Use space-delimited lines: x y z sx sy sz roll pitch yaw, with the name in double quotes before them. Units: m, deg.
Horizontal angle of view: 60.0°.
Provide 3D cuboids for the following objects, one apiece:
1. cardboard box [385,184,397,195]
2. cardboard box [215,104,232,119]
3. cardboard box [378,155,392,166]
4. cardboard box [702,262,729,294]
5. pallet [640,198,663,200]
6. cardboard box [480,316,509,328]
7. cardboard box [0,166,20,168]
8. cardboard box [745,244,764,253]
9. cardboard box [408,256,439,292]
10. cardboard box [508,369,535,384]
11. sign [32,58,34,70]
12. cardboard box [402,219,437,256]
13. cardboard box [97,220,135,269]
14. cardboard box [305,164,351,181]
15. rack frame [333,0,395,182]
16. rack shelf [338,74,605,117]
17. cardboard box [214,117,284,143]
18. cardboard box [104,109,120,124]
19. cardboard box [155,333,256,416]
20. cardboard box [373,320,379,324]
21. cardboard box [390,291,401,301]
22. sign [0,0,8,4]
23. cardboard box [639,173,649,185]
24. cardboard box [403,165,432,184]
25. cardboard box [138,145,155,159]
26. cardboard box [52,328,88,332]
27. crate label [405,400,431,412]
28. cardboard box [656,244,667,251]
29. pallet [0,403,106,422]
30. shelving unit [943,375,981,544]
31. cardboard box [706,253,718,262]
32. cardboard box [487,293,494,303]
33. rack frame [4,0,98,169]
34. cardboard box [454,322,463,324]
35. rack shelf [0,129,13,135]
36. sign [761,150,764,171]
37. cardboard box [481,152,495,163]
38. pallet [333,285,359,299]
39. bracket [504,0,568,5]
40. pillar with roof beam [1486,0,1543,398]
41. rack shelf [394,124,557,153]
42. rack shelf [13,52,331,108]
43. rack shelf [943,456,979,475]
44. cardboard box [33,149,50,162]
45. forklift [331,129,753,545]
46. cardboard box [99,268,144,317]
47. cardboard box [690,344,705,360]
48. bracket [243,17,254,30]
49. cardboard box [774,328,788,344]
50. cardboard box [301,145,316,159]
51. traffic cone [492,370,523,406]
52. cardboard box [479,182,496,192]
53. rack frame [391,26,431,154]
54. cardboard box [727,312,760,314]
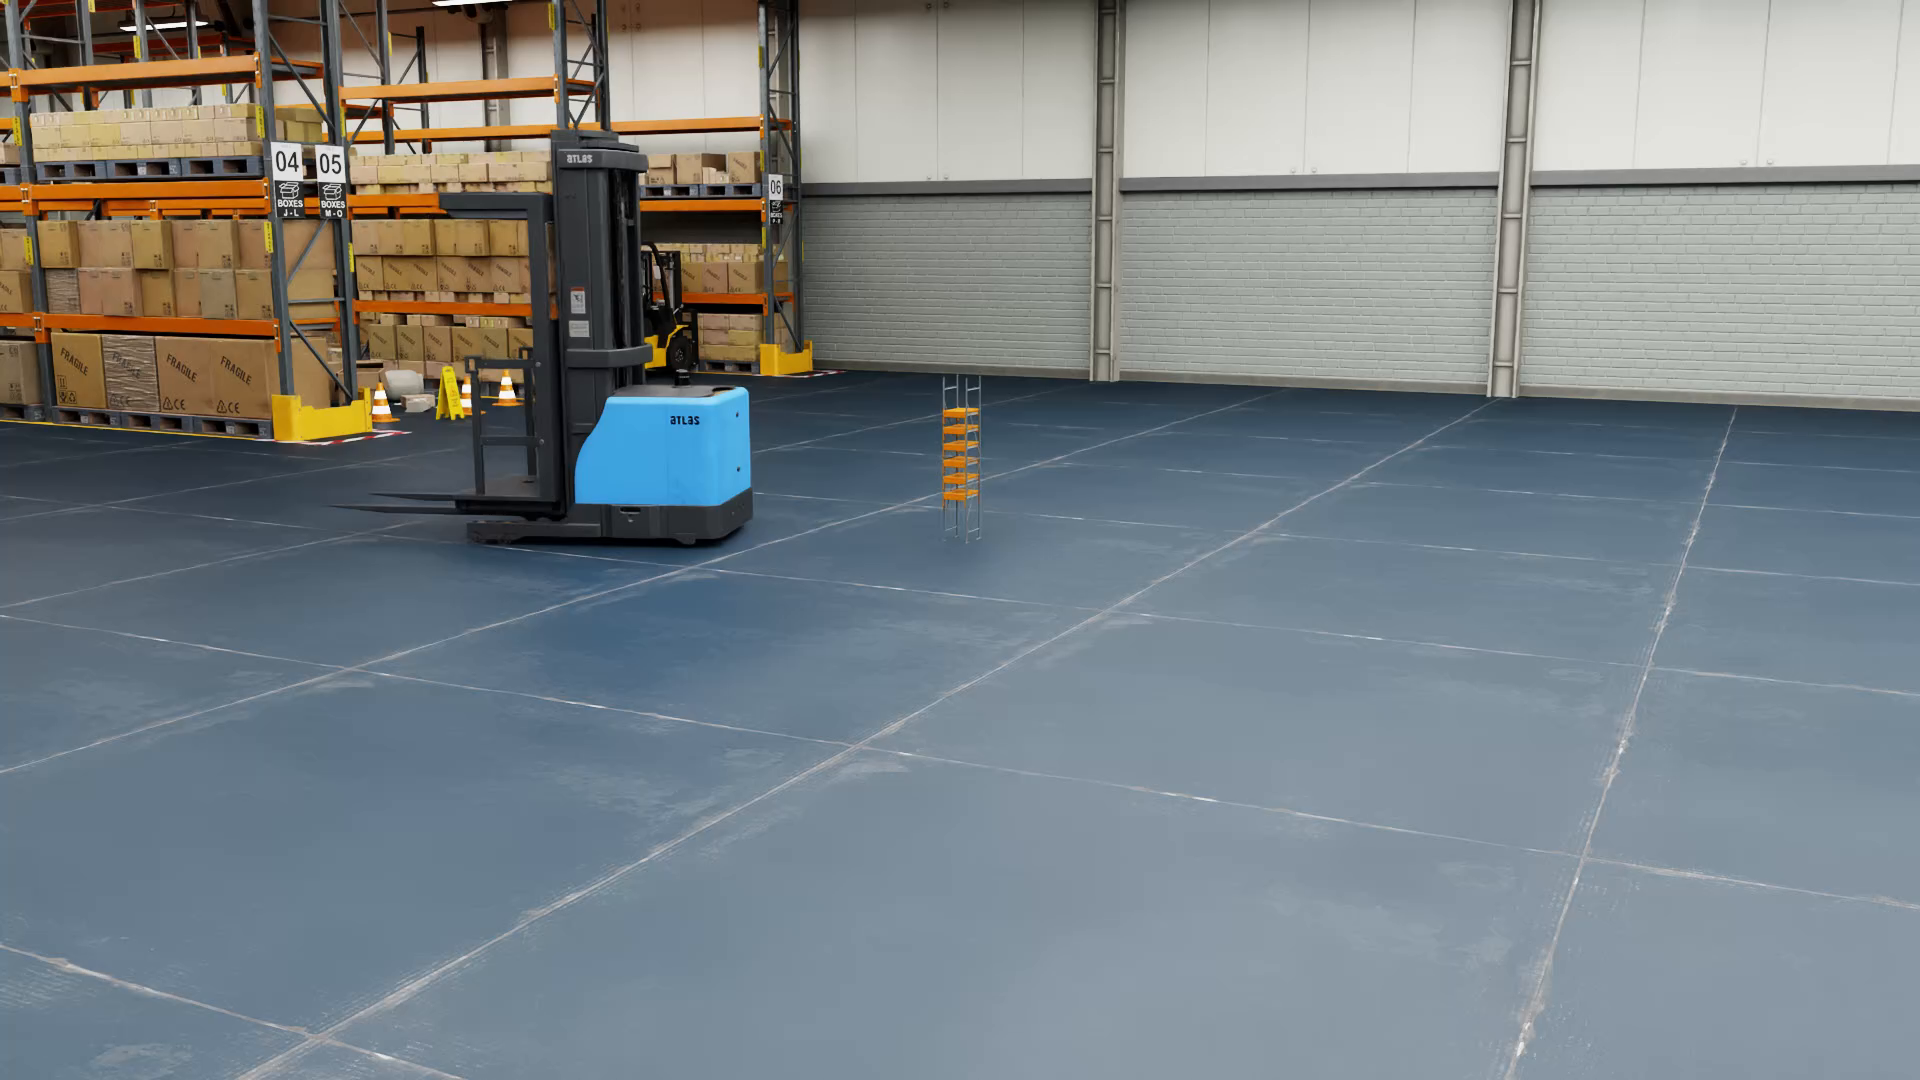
"cardboard box" -8.018 -5.028 23.869 0.250 0.149 0.380 5 11 26
"cardboard box" -7.858 -4.649 18.081 0.250 0.149 0.380 5 11 26
"cardboard box" -8.053 -5.400 23.688 0.250 0.149 0.380 5 11 24
"cardboard box" -3.909 -4.337 27.488 0.500 0.500 0.500 5 12 28
"pallet" -5.701 -5.933 28.414 1.213 0.211 1.003 5 11 26
"cardboard box" -6.500 -3.057 23.313 0.250 0.149 0.380 5 12 27
"cardboard box" -11.912 -4.732 20.776 0.250 0.149 0.380 5 11 26
"cardboard box" -3.305 -4.757 27.157 0.250 0.149 0.380 5 11 26
"cardboard box" -7.494 -3.809 23.739 0.500 0.500 0.500 5 11 25
"cardboard box" -5.949 -2.331 23.231 0.500 0.250 0.500 5 11 26
"sign" -15.615 -7.939 27.982 0.005 0.325 0.100 5 11 26
"cardboard box" -7.485 -4.301 23.648 0.500 0.500 0.700 5 11 25
"cardboard box" -9.486 -3.453 19.434 0.550 0.550 0.875 5 11 26
"cardboard box" -9.258 -5.402 24.475 0.500 0.250 0.500 5 11 25
"rack frame" -8.670 -6.722 24.106 0.127 3.000 1.000 5 11 26
"rack shelf" -6.877 -6.209 23.299 4.000 0.370 1.077 5 11 26
"cardboard box" -7.745 -4.455 18.126 0.500 0.250 0.500 5 11 27
"cardboard box" -9.452 -4.789 18.854 0.250 0.149 0.380 5 11 26
"cardboard box" -8.610 -1.930 19.256 0.875 0.875 0.875 5 11 25
"cardboard box" -10.539 -3.854 30.943 0.500 0.500 0.500 5 12 27
"cardboard box" -8.028 -3.543 24.089 0.250 0.149 0.380 5 11 26
"sign" -10.999 -6.335 19.119 0.005 0.325 0.100 5 11 26
"cardboard box" -5.281 -6.064 27.806 0.258 0.266 0.396 5 11 24
"cardboard box" -7.487 -5.160 23.480 0.500 0.250 0.500 5 11 26
"cardboard box" -8.998 -4.357 18.705 0.250 0.149 0.380 5 11 27
"cardboard box" -14.440 -3.456 27.689 0.875 0.875 0.875 5 12 27
"crate label" -6.958 -1.722 21.362 0.298 0.136 0.250 -1 10 -4
"cardboard box" -4.901 -4.900 27.944 0.250 0.149 0.380 5 11 26
"pallet" -11.495 -1.648 20.745 1.213 0.211 1.003 5 11 26
"shelving unit" 0.013 -0.589 12.117 0.189 1.200 0.258 5 11 26
"cardboard box" -3.990 -4.666 27.487 0.250 0.149 0.380 5 11 25
"cardboard box" -6.422 -3.411 23.359 0.250 0.149 0.380 5 11 27
"rack frame" -10.770 -5.924 19.693 0.127 3.000 1.000 5 11 26
"cardboard box" -7.564 -2.949 24.540 0.500 0.500 0.500 5 12 27
"rack shelf" -17.638 -6.960 28.559 4.000 0.370 1.077 5 11 26
"sign" -3.143 -6.035 26.468 0.005 0.325 0.100 5 11 26
"cardboard box" -6.389 -5.272 22.979 0.250 0.149 0.380 5 11 26
"pallet" -9.291 -3.759 25.118 1.213 0.211 1.003 5 11 26
"bracket" -5.956 -9.349 28.513 4.783 0.066 0.076 5 11 26
"pillar with roof beam" 5.741 -5.766 18.821 0.400 9.000 9.100 5 11 26
"rack shelf" -8.271 -7.122 29.458 4.000 0.370 1.077 5 11 26
"rack shelf" -8.976 -5.215 18.922 4.000 0.370 1.077 5 11 26
"rack shelf" 0.013 -0.546 12.125 0.180 0.103 0.258 5 11 26
"cardboard box" -10.594 -4.497 19.478 0.250 0.149 0.380 5 11 25
"forklift" -3.146 -1.502 12.299 3.031 2.935 1.130 1 10 7
"cardboard box" -9.498 -2.917 19.506 0.550 0.550 0.875 5 11 26
"cardboard box" -4.338 -3.170 27.864 0.500 0.250 0.500 5 11 26
"bracket" -13.662 -10.026 32.254 0.430 0.232 0.235 5 11 26
"cardboard box" -3.220 -3.418 27.831 0.500 0.250 0.500 5 12 27
"cardboard box" -7.348 -4.343 18.627 0.250 0.149 0.380 5 11 26
"traffic cone" -6.040 -2.035 22.173 0.334 0.463 0.336 5 11 26
"cardboard box" -6.430 -4.874 23.023 0.250 0.149 0.380 5 11 25
"rack frame" -10.064 -7.831 30.229 0.127 3.000 1.000 5 11 26
"cardboard box" -3.687 -3.701 27.989 0.500 0.250 0.500 5 11 26
